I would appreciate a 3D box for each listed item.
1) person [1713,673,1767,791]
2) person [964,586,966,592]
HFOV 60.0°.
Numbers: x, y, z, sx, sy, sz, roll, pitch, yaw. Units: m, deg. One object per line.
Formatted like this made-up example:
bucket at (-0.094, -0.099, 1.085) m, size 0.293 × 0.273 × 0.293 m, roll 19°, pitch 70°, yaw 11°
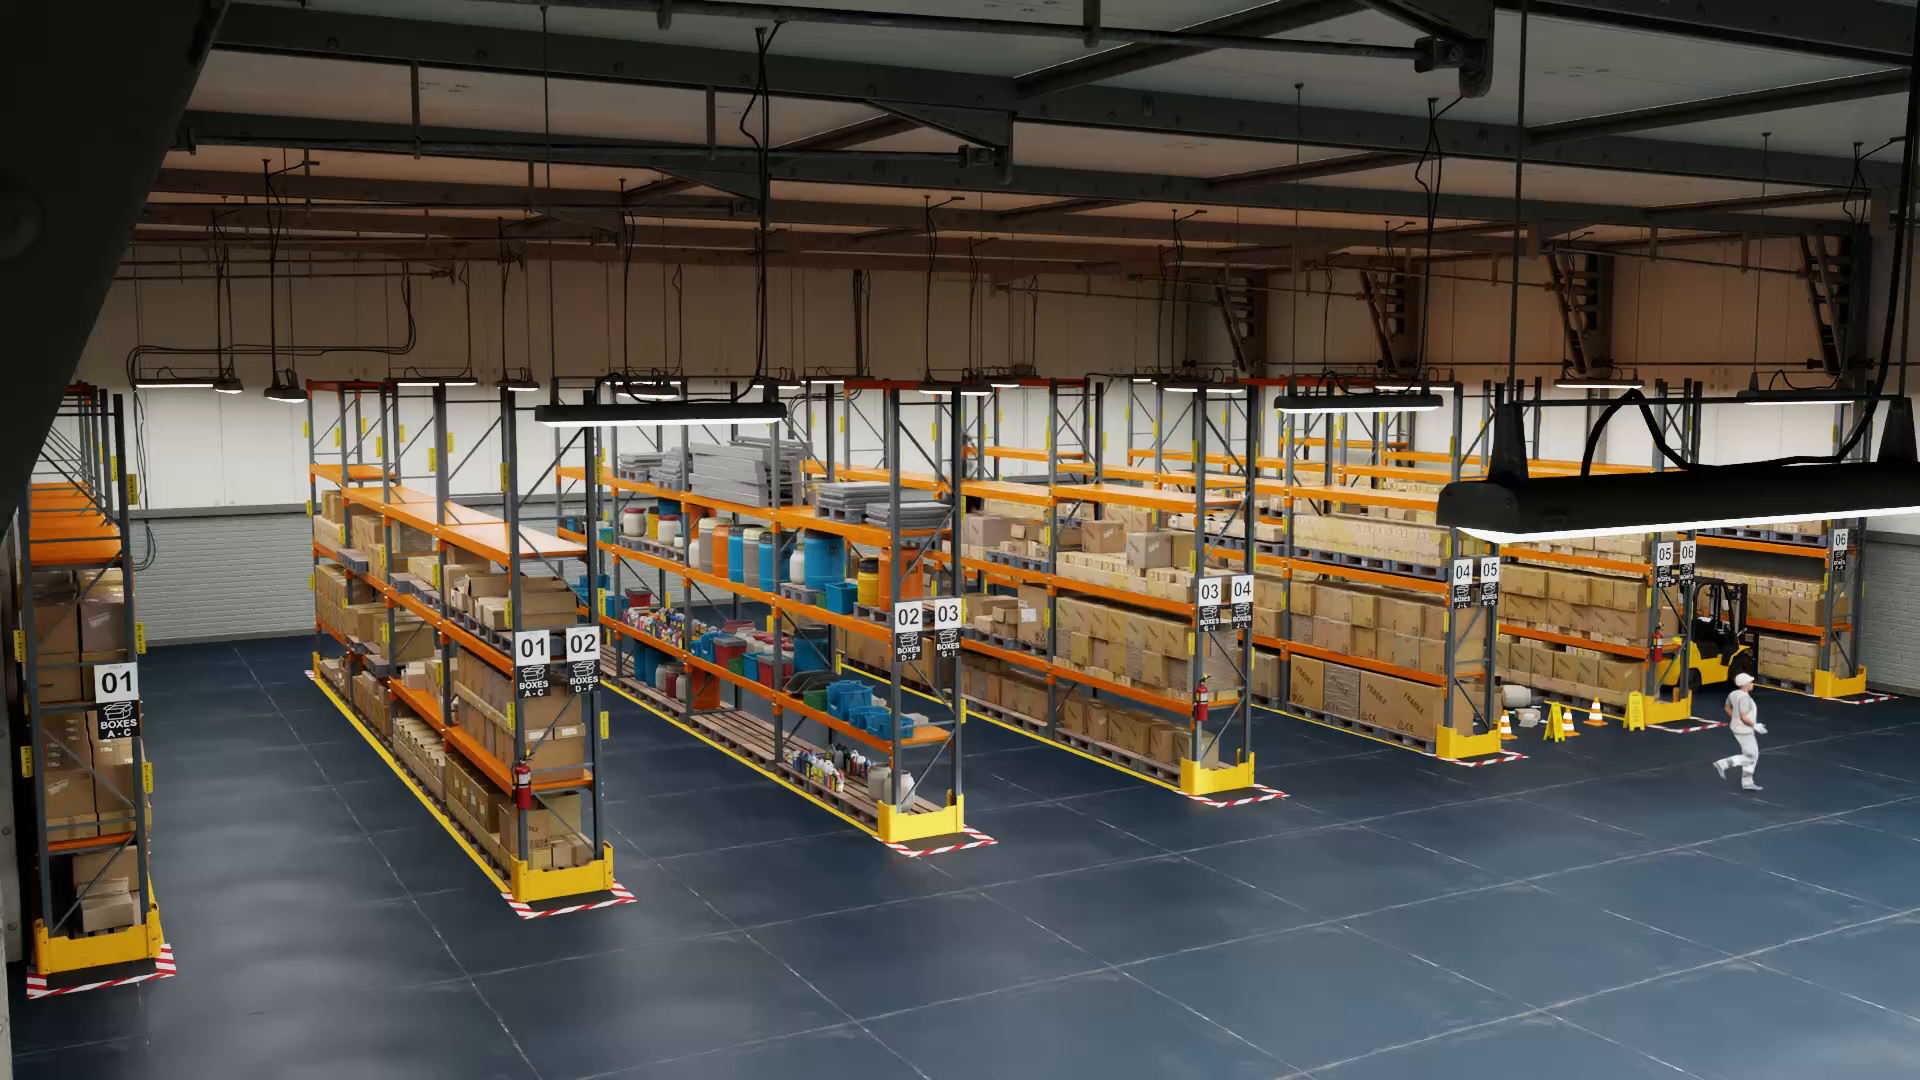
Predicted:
person at (11.577, 2.846, 24.701) m, size 0.744 × 1.759 × 0.655 m, roll 1°, pitch 6°, yaw 9°
person at (-0.152, 1.496, 38.418) m, size 0.581 × 1.548 × 0.644 m, roll -2°, pitch 6°, yaw -17°
